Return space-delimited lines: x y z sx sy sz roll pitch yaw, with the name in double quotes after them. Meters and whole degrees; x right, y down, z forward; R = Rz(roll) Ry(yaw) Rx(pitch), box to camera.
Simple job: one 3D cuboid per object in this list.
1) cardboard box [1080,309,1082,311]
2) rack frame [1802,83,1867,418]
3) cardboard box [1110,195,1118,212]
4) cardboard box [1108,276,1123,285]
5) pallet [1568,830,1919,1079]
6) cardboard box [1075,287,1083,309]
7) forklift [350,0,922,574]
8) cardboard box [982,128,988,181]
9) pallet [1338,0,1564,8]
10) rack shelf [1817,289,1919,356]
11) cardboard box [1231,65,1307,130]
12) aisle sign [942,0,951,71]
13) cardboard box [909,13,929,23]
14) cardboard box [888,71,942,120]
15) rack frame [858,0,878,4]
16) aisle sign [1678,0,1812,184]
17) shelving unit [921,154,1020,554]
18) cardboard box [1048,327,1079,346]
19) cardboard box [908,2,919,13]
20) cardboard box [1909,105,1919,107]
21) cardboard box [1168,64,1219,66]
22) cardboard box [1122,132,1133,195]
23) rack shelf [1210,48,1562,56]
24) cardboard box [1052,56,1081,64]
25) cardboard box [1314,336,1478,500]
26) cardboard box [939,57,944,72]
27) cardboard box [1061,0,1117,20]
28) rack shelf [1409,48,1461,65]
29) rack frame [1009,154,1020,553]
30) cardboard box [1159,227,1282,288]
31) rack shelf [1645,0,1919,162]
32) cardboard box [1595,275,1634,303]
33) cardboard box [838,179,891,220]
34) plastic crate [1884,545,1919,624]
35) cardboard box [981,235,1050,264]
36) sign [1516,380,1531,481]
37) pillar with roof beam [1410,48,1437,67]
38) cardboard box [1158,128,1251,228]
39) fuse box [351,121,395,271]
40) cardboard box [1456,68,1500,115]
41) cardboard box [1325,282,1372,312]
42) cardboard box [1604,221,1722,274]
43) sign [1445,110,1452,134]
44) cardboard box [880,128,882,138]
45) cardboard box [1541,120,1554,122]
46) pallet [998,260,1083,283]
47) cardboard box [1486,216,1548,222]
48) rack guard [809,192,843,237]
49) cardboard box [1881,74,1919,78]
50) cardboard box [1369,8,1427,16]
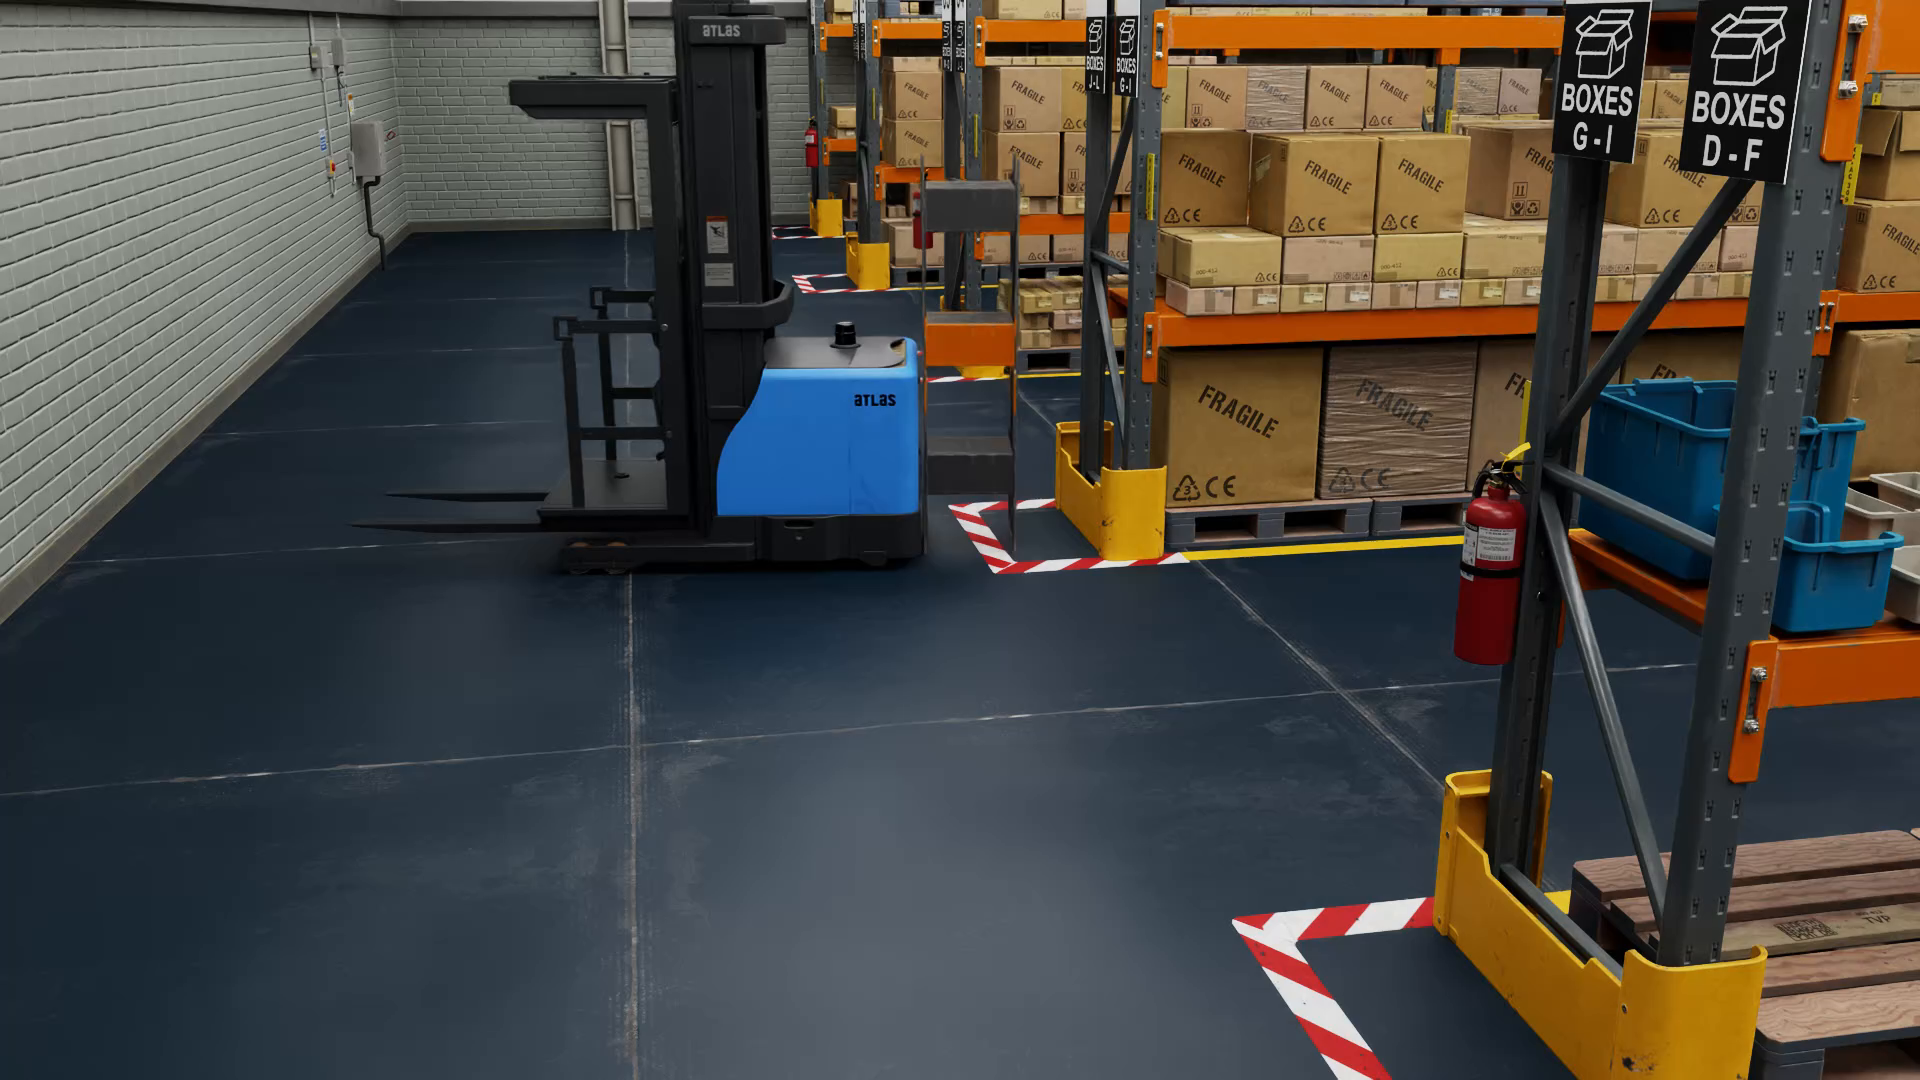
1.086 -1.904 14.034 0.250 0.149 0.380 -3 17 -10 "cardboard box"
4.788 -1.717 9.795 0.127 3.000 1.000 -3 17 -10 "rack frame"
1.144 -2.813 13.790 0.250 0.149 0.380 -2 17 -8 "cardboard box"
1.245 -2.200 14.492 0.250 0.149 0.380 -4 18 -13 "cardboard box"
2.618 1.231 4.943 1.213 0.211 1.003 -3 17 -10 "pallet"
1.118 -2.011 13.877 0.250 0.149 0.380 -3 17 -11 "cardboard box"
-1.731 -1.378 8.806 3.031 2.935 1.130 0 17 -2 "forklift"
0.412 -3.219 14.008 0.500 0.500 0.500 -3 17 -9 "cardboard box"
2.788 -2.999 9.011 1.213 0.211 1.003 -3 17 -10 "pallet"
6.752 -1.485 10.263 4.000 0.370 1.077 -3 17 -10 "rack shelf"
2.525 -3.662 13.746 0.500 0.500 0.500 -3 17 -9 "cardboard box"
-0.109 -4.255 13.630 0.004 0.787 0.394 -3 17 -10 "aisle sign"
-0.580 -7.079 22.570 0.250 0.149 0.380 -3 17 -11 "cardboard box"
-0.494 -4.822 18.029 0.500 0.500 0.500 -4 17 -12 "cardboard box"
-1.019 -7.219 17.490 0.127 3.000 1.000 -3 17 -10 "rack frame"
1.786 -1.220 3.747 0.004 0.787 0.394 -3 17 -10 "aisle sign"
0.049 -0.987 8.949 0.503 2.100 0.431 0 17 -2 "shelving unit"
0.836 -1.743 14.019 0.250 0.149 0.380 -3 17 -11 "cardboard box"
-0.477 -7.292 22.583 0.500 0.250 0.500 -4 17 -12 "cardboard box"
6.090 -2.318 9.870 0.637 0.503 0.797 -3 17 -10 "cardboard box"
1.946 -3.785 14.148 0.500 0.500 0.500 -4 17 -12 "cardboard box"
1.517 -3.126 13.705 0.500 0.500 0.500 -3 17 -10 "cardboard box"
4.872 -5.776 19.124 4.000 0.370 1.077 -3 17 -10 "rack shelf"
1.161 -5.230 18.253 0.250 0.149 0.380 -3 17 -10 "cardboard box"
2.368 -0.789 9.676 0.875 0.875 0.875 -3 17 -10 "cardboard box"
-0.097 -5.144 17.972 0.250 0.149 0.380 -3 17 -9 "cardboard box"
1.026 -4.272 13.257 0.500 0.250 0.500 -3 17 -9 "cardboard box"
5.910 -4.354 14.496 4.000 0.370 1.077 -3 17 -10 "rack shelf"
0.293 -0.989 8.956 0.015 2.100 0.400 0 17 -2 "rack frame"
1.383 -1.514 8.881 0.500 0.250 0.500 -4 17 -12 "cardboard box"
3.764 -1.268 4.449 4.000 0.370 1.077 -3 17 -10 "rack shelf"
3.541 -1.429 9.282 0.250 0.149 0.380 -3 17 -9 "cardboard box"
-1.346 -4.796 23.355 0.637 0.503 0.797 -4 18 -13 "cardboard box"
2.436 0.118 4.167 0.298 0.136 0.250 -3 17 -10 "plastic crate"
0.507 -3.446 19.072 0.875 0.438 0.875 -3 17 -9 "cardboard box"
1.680 -0.303 4.910 0.005 0.325 0.100 -3 17 -10 "sign"
7.816 -8.187 20.640 0.400 9.000 9.100 -3 17 -10 "pillar with roof beam"
1.289 -2.027 9.273 0.500 0.500 0.500 -3 17 -10 "cardboard box"
-6.806 -4.028 19.513 0.414 1.711 0.539 -3 17 -10 "fuse box"
5.876 -5.188 19.220 0.500 0.500 0.500 -3 17 -9 "cardboard box"
2.031 -1.343 9.004 0.250 0.149 0.380 -4 17 -11 "cardboard box"
3.897 -1.658 9.351 0.500 0.250 0.500 -3 17 -9 "cardboard box"
4.057 -3.411 13.833 0.005 0.325 0.100 -3 17 -10 "sign"
-1.097 -5.653 23.037 0.250 0.149 0.380 -3 17 -11 "cardboard box"
5.321 -3.653 14.796 0.250 0.149 0.380 -4 17 -12 "cardboard box"
0.947 -3.153 19.216 1.213 0.211 1.003 -3 17 -10 "pallet"
3.281 -1.781 9.749 0.500 0.250 0.500 -3 17 -9 "cardboard box"
-1.890 -4.592 23.409 0.348 0.500 1.175 -3 17 -10 "rack guard"
11.236 -5.650 20.218 0.500 0.500 0.700 -3 17 -11 "cardboard box"
3.516 -4.410 13.707 0.500 0.250 0.500 -3 17 -9 "cardboard box"
